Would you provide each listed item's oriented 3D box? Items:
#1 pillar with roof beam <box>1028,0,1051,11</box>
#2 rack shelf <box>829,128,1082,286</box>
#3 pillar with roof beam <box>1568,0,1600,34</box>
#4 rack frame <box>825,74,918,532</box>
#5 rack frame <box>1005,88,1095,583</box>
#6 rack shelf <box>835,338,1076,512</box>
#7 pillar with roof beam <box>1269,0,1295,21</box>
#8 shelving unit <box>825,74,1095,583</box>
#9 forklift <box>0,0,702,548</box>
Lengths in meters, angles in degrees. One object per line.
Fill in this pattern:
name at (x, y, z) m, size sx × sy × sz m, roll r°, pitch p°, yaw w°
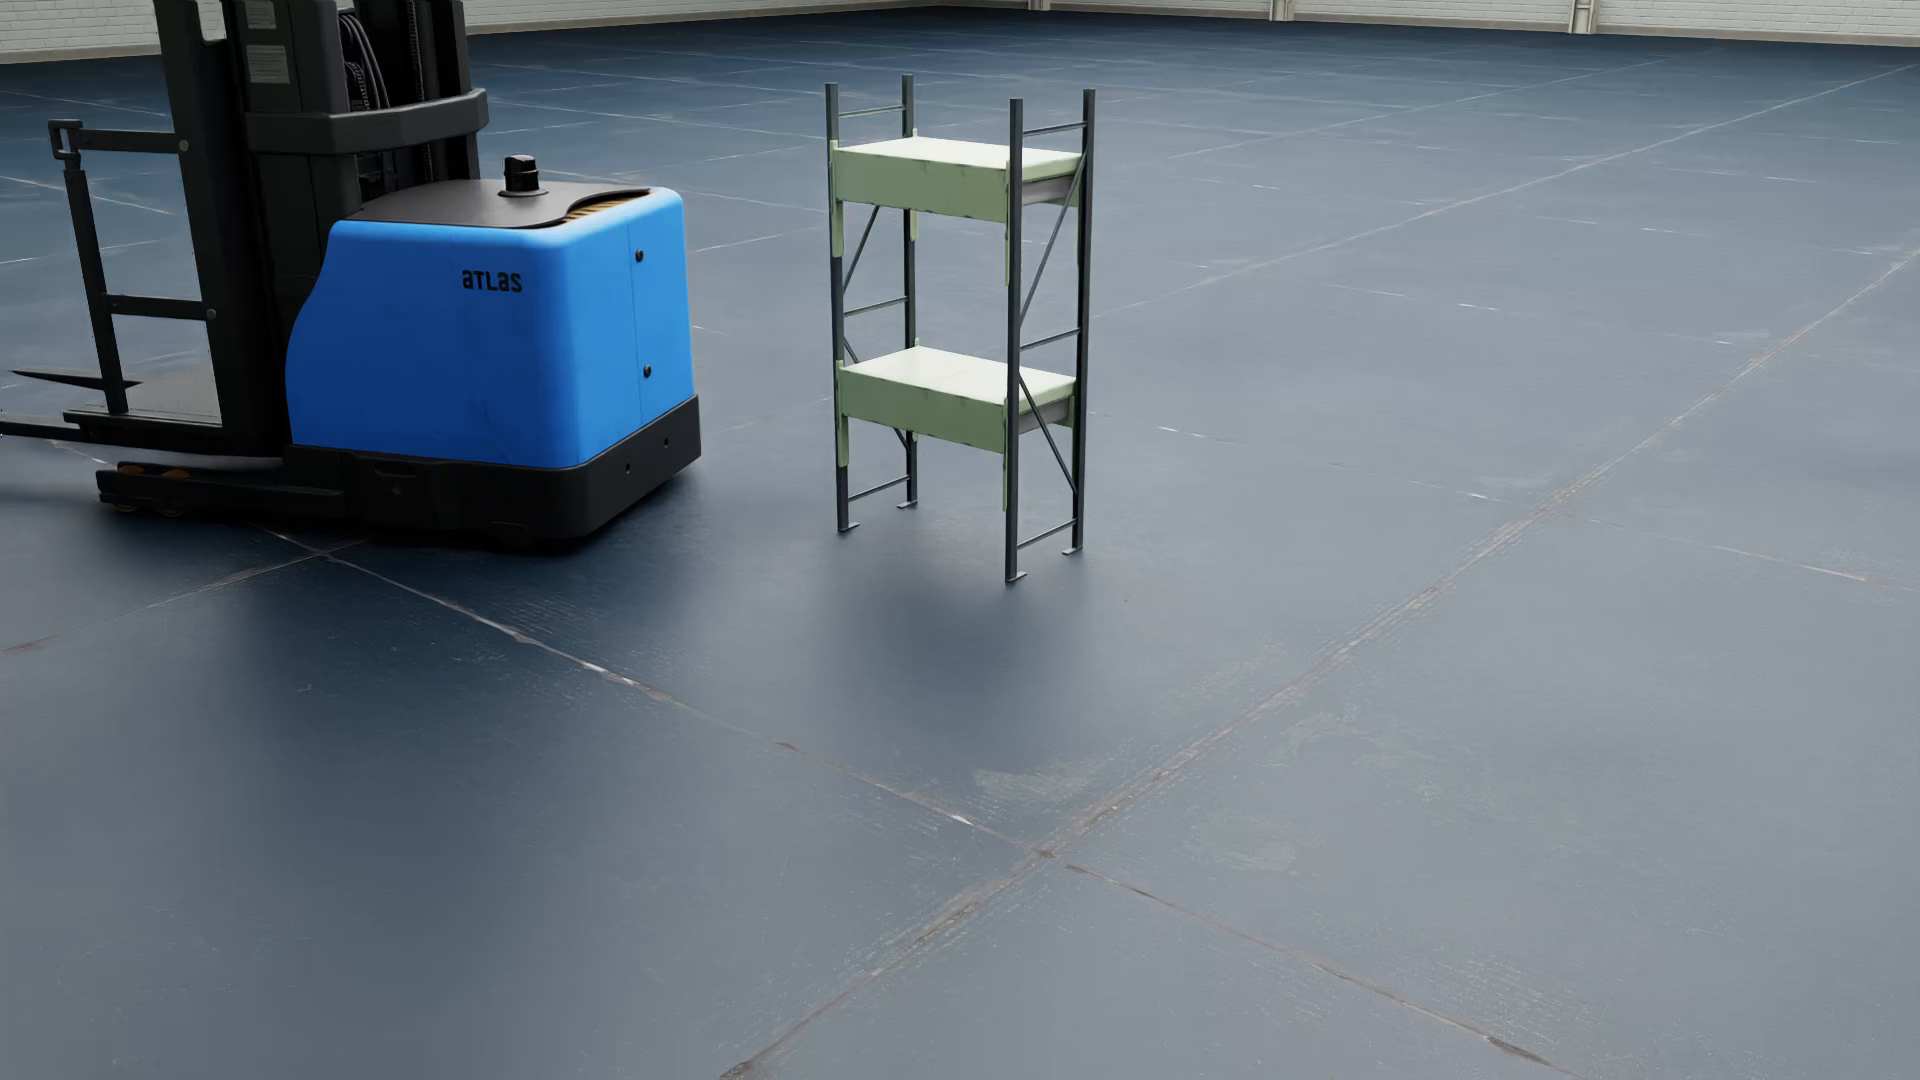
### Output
pillar with roof beam at (-0.972, -14.709, 31.921) m, size 0.400 × 9.000 × 9.100 m, roll 16°, pitch 26°, yaw 36°
rack shelf at (-0.005, -1.068, 5.270) m, size 0.720 × 0.370 × 0.431 m, roll 16°, pitch 26°, yaw 36°
pillar with roof beam at (8.324, -12.032, 24.821) m, size 0.400 × 9.000 × 9.100 m, roll 16°, pitch 26°, yaw 36°
rack frame at (-0.289, -0.785, 5.624) m, size 0.023 × 1.500 × 0.400 m, roll 16°, pitch 26°, yaw 36°
rack frame at (0.278, -0.622, 5.191) m, size 0.023 × 1.500 × 0.400 m, roll 16°, pitch 26°, yaw 36°
rack shelf at (-0.005, -0.398, 5.523) m, size 0.720 × 0.370 × 0.431 m, roll 16°, pitch 26°, yaw 36°
pillar with roof beam at (3.676, -13.371, 28.371) m, size 0.400 × 9.000 × 9.100 m, roll 16°, pitch 26°, yaw 36°
shelving unit at (-0.005, -0.703, 5.407) m, size 0.755 × 1.500 × 0.431 m, roll 16°, pitch 26°, yaw 36°
forklift at (-2.558, -1.623, 5.818) m, size 3.031 × 2.935 × 1.130 m, roll 6°, pitch 21°, yaw 15°
